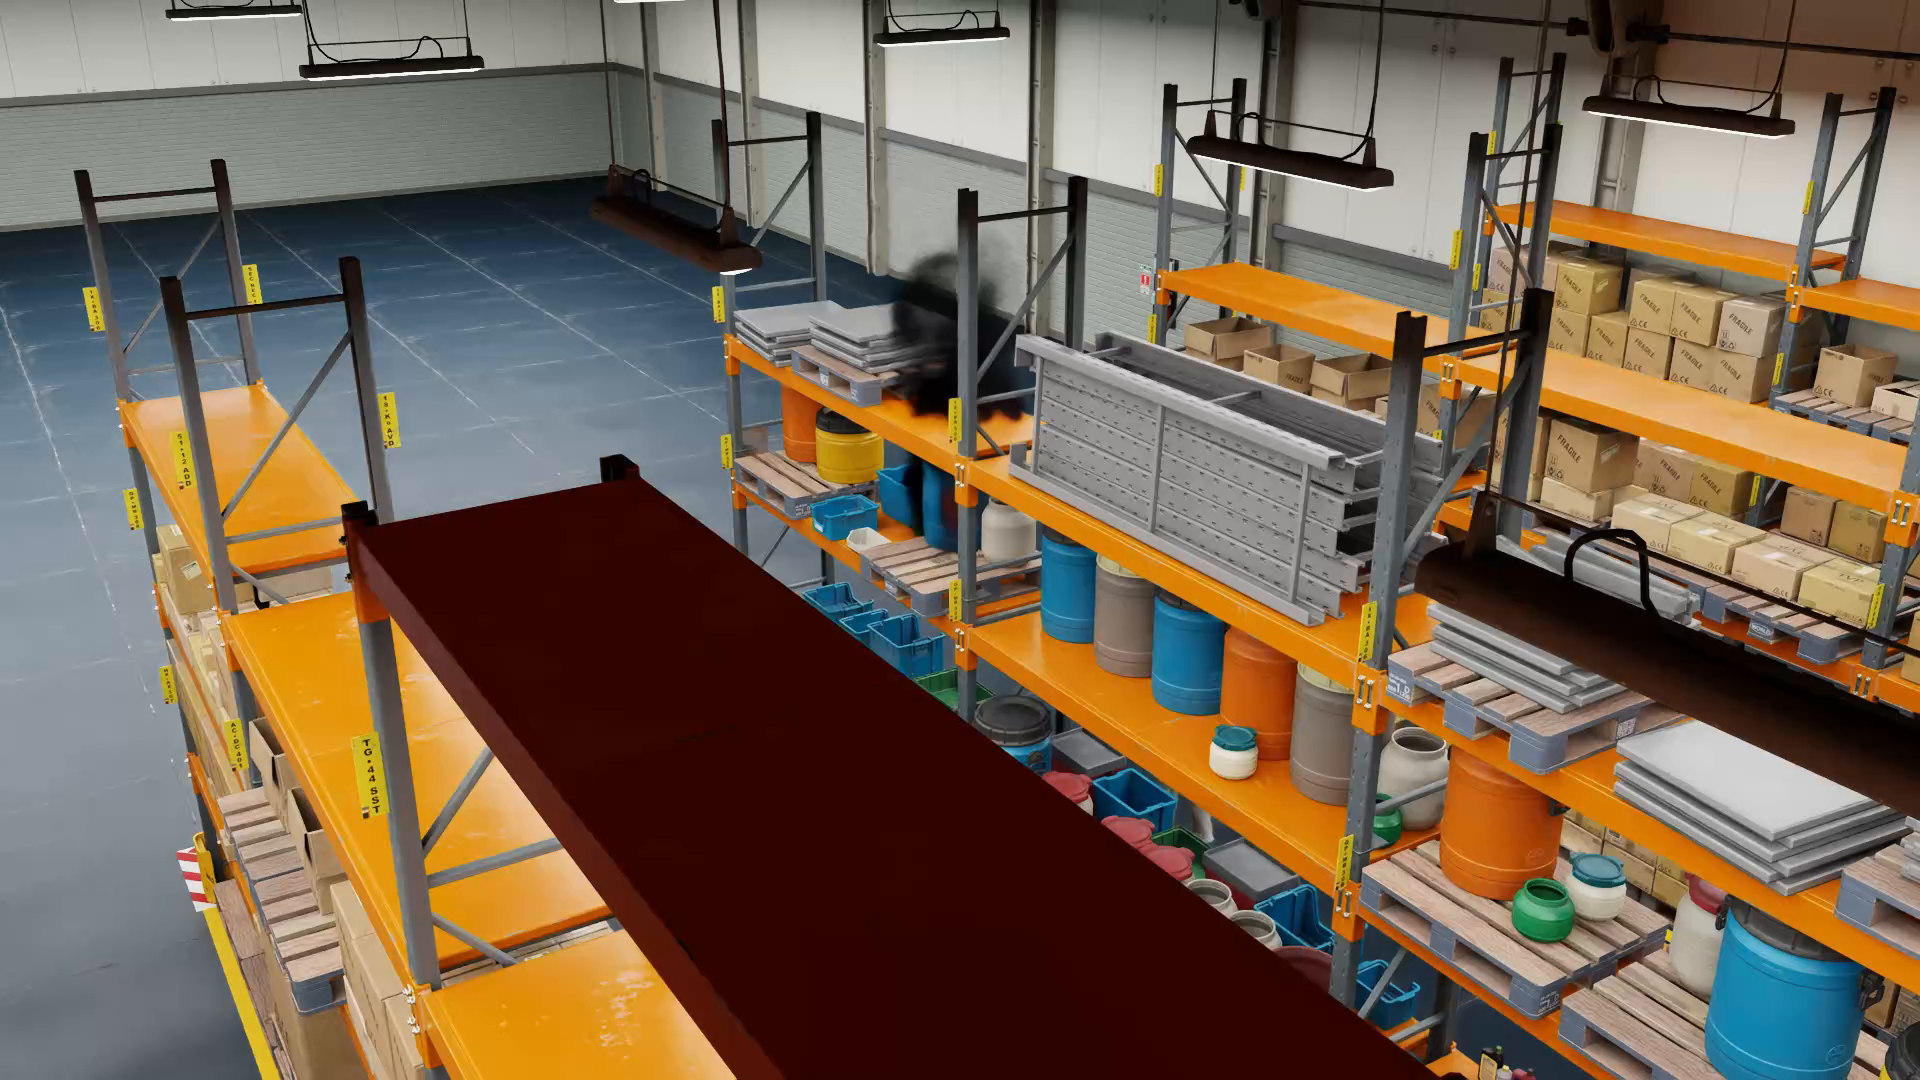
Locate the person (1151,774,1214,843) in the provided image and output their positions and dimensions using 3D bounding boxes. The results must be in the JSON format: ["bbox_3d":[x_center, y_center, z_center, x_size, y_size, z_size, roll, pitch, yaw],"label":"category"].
[{"bbox_3d":[1.827,1.773,13.920,0.685,1.775,0.799,-17,28,-36],"label":"person"}]
